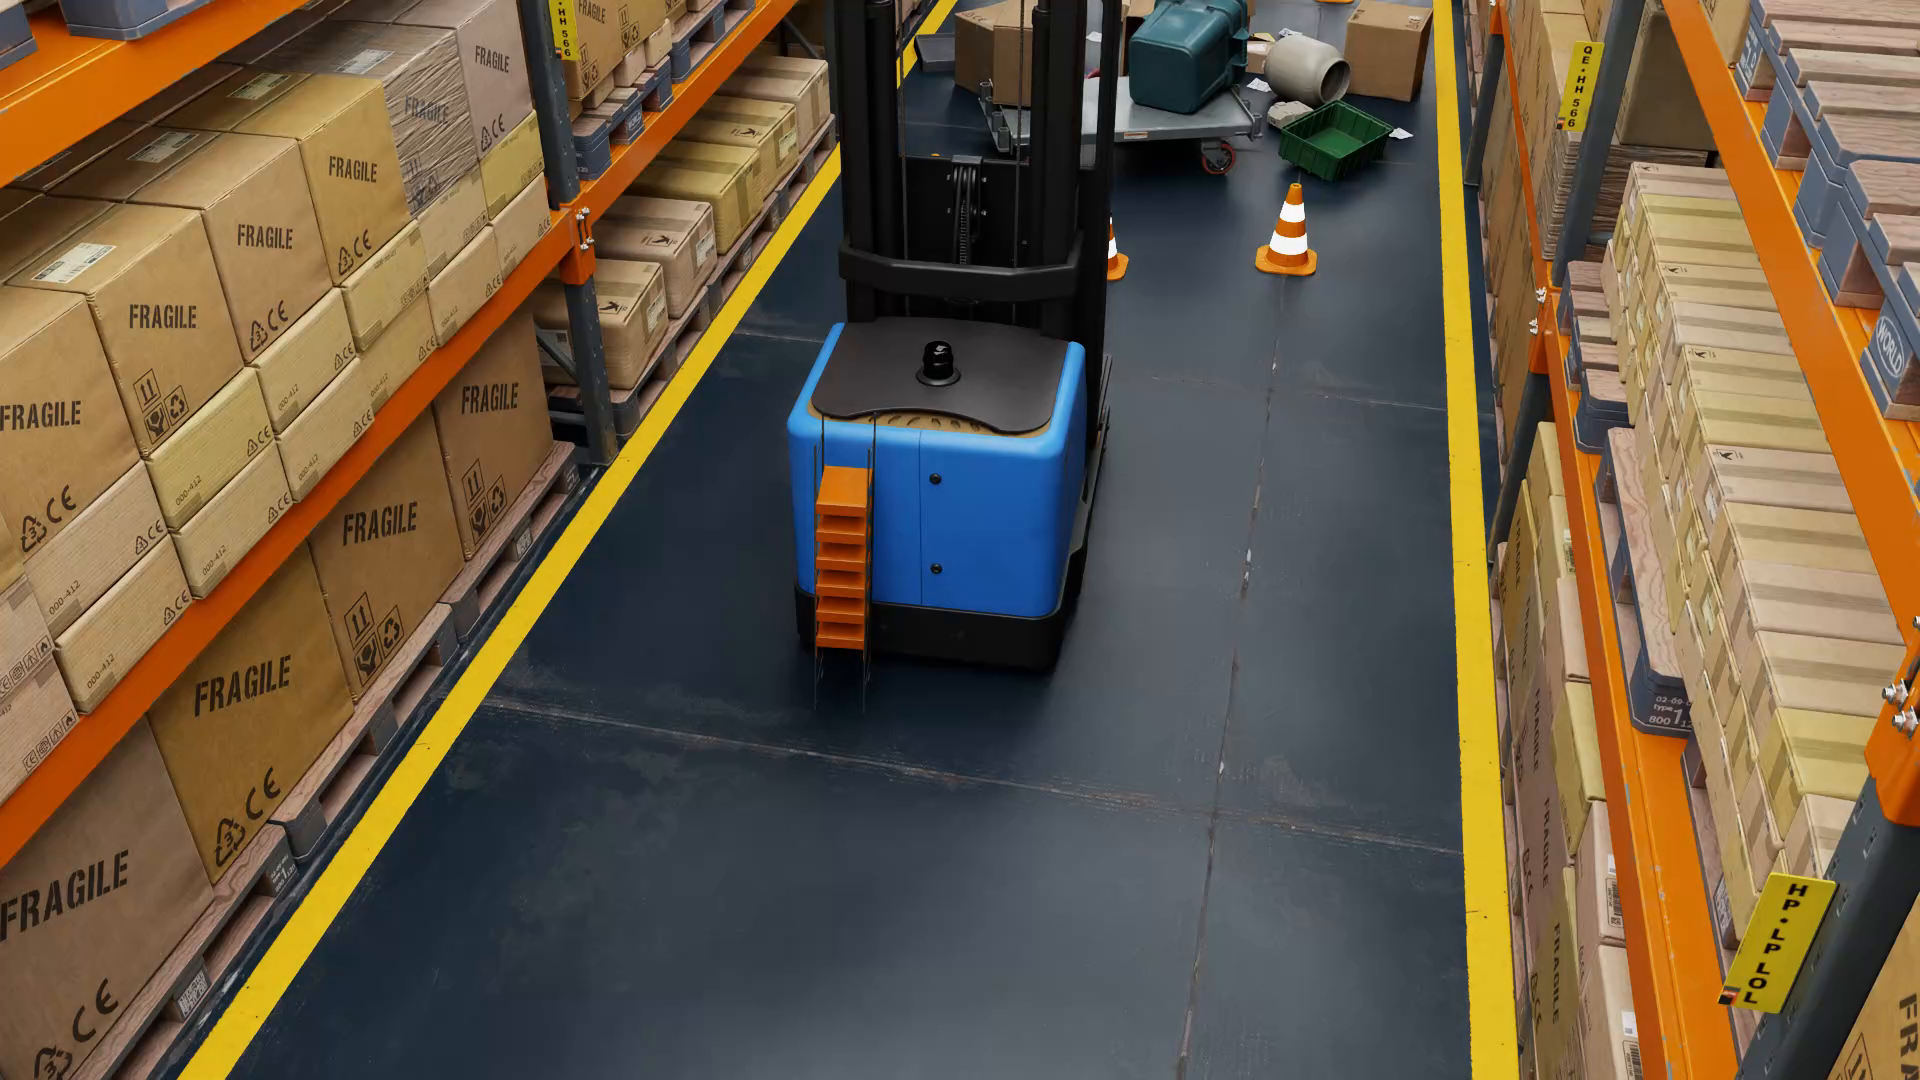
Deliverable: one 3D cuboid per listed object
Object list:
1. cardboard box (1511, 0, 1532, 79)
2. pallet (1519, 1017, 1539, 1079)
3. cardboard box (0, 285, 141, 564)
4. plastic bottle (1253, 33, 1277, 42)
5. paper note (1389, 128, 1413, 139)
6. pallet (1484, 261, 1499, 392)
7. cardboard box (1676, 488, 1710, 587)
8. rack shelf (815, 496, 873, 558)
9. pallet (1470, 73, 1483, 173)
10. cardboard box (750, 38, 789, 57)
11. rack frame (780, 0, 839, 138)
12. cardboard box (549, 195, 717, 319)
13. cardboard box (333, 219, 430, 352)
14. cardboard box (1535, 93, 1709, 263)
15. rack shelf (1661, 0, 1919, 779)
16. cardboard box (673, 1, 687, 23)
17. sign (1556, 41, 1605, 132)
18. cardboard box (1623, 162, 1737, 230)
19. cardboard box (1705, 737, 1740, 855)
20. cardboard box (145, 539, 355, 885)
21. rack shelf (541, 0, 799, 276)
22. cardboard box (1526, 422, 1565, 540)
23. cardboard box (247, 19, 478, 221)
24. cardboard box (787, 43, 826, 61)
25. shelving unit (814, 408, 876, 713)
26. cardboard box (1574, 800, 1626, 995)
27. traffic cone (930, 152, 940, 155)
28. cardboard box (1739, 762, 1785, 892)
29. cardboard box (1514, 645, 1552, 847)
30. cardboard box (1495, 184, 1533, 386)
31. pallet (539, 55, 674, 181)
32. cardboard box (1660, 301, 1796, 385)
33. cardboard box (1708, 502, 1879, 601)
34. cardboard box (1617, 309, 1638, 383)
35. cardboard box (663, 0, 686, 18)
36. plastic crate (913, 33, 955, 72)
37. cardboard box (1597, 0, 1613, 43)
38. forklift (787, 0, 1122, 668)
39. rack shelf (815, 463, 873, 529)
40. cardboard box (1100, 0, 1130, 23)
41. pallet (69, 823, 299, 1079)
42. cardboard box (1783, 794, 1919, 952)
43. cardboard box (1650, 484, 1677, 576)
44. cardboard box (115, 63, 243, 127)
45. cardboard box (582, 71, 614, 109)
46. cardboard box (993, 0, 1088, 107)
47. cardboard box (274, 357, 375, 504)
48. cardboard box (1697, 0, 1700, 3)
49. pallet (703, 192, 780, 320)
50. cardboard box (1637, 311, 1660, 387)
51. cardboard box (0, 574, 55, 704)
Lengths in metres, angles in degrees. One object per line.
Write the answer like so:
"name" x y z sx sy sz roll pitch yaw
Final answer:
"cardboard box" 3.019 -2.571 8.156 0.500 0.500 0.500 7 37 10
"pallet" 2.067 1.895 4.456 1.003 0.211 1.213 7 37 10
"cardboard box" -2.499 -0.307 4.180 0.500 0.500 0.500 7 37 10
"plastic bottle" 2.255 -3.659 12.247 0.133 0.061 0.283 -5 36 -6
"paper note" 2.870 -2.671 10.909 0.147 0.020 0.142 -17 39 -22
"pallet" 3.261 -1.092 8.576 1.003 0.211 1.213 7 37 10
"cardboard box" 2.072 0.014 4.277 0.380 0.149 0.250 7 37 10
"rack shelf" -0.414 -0.058 5.968 0.180 0.103 0.258 4 36 1
"pallet" 3.850 -2.671 10.756 1.003 0.211 1.213 7 37 10
"cardboard box" -1.383 -3.366 11.323 0.500 0.250 0.500 9 37 12
"rack frame" -1.247 -3.937 10.126 1.000 3.000 0.127 7 37 10
"cardboard box" -1.821 -1.496 8.640 0.950 0.372 0.625 7 36 9
"cardboard box" -2.151 -0.885 5.617 0.500 0.250 0.500 6 36 9
"cardboard box" 2.590 -1.413 6.559 0.500 0.500 0.500 7 37 10
"rack shelf" 2.329 -0.858 3.934 1.077 0.370 4.000 7 37 10
"cardboard box" -1.577 -2.654 8.211 0.380 0.149 0.250 9 37 12
"sign" 2.214 -1.617 5.939 0.100 0.325 0.005 7 37 10
"cardboard box" 2.468 -1.147 5.626 0.380 0.149 0.250 7 37 10
"cardboard box" 1.903 0.600 3.722 0.380 0.149 0.250 7 37 10
"cardboard box" -2.716 0.456 5.518 0.875 0.875 0.875 8 37 11
"rack shelf" -1.674 -2.499 8.755 1.077 0.370 4.000 7 37 10
"cardboard box" 2.373 -0.177 6.072 0.500 0.250 0.500 6 36 8
"cardboard box" -2.057 -1.464 5.777 0.500 0.500 0.500 8 37 11
"cardboard box" -0.857 -3.298 11.229 0.500 0.250 0.500 6 36 8
"shelving unit" -0.423 0.100 6.083 0.189 1.200 0.258 4 36 1
"cardboard box" 1.937 0.999 4.449 0.500 0.250 0.500 9 37 12
"traffic cone" -0.144 -2.023 9.647 0.336 0.463 0.334 7 37 10
"cardboard box" 1.849 0.620 3.442 0.380 0.149 0.250 8 37 10
"cardboard box" 2.147 0.718 5.475 0.500 0.500 0.500 6 36 9
"cardboard box" 3.158 -1.179 7.881 1.050 0.750 0.750 8 37 11
"pallet" -2.053 -1.988 7.600 1.213 0.211 1.003 7 37 10
"cardboard box" 2.244 -0.548 4.799 0.380 0.149 0.250 9 37 12
"cardboard box" 2.023 0.055 3.967 0.380 0.149 0.250 6 36 8
"cardboard box" 2.349 -0.609 5.391 0.380 0.149 0.250 9 37 12
"cardboard box" -1.567 -2.808 7.872 0.500 0.500 0.500 8 37 11
"plastic crate" -0.110 -3.552 12.082 0.402 0.080 0.583 -5 36 -6
"cardboard box" 2.969 -2.072 6.616 0.700 0.500 0.500 7 36 9
"forklift" 0.105 -1.551 6.893 1.130 2.935 3.031 6 36 8
"rack shelf" -0.408 -0.155 5.897 0.180 0.103 0.258 4 36 1
"cardboard box" 1.301 -4.071 12.741 0.380 0.149 0.250 28 44 33
"pallet" -2.864 1.327 5.239 1.003 0.211 1.213 7 37 10
"cardboard box" 1.797 0.649 3.148 0.380 0.149 0.250 9 37 12
"cardboard box" 2.126 -0.009 4.562 0.380 0.149 0.250 6 36 8
"cardboard box" -2.667 -1.256 5.490 0.500 0.500 0.500 8 37 11
"cardboard box" -1.757 -2.033 7.355 0.380 0.149 0.250 5 36 7
"cardboard box" 0.499 -3.025 10.353 0.500 0.500 0.500 7 37 10
"cardboard box" -2.254 -0.383 5.350 0.500 0.250 0.500 7 36 9
"cardboard box" 2.275 -1.754 4.473 0.500 0.500 0.500 7 37 10
"pallet" -1.670 -1.659 9.360 1.003 0.211 1.213 7 37 10
"cardboard box" 2.294 -0.564 5.075 0.380 0.149 0.250 7 37 10
"cardboard box" -2.586 0.291 3.994 0.500 0.250 0.500 6 36 9
